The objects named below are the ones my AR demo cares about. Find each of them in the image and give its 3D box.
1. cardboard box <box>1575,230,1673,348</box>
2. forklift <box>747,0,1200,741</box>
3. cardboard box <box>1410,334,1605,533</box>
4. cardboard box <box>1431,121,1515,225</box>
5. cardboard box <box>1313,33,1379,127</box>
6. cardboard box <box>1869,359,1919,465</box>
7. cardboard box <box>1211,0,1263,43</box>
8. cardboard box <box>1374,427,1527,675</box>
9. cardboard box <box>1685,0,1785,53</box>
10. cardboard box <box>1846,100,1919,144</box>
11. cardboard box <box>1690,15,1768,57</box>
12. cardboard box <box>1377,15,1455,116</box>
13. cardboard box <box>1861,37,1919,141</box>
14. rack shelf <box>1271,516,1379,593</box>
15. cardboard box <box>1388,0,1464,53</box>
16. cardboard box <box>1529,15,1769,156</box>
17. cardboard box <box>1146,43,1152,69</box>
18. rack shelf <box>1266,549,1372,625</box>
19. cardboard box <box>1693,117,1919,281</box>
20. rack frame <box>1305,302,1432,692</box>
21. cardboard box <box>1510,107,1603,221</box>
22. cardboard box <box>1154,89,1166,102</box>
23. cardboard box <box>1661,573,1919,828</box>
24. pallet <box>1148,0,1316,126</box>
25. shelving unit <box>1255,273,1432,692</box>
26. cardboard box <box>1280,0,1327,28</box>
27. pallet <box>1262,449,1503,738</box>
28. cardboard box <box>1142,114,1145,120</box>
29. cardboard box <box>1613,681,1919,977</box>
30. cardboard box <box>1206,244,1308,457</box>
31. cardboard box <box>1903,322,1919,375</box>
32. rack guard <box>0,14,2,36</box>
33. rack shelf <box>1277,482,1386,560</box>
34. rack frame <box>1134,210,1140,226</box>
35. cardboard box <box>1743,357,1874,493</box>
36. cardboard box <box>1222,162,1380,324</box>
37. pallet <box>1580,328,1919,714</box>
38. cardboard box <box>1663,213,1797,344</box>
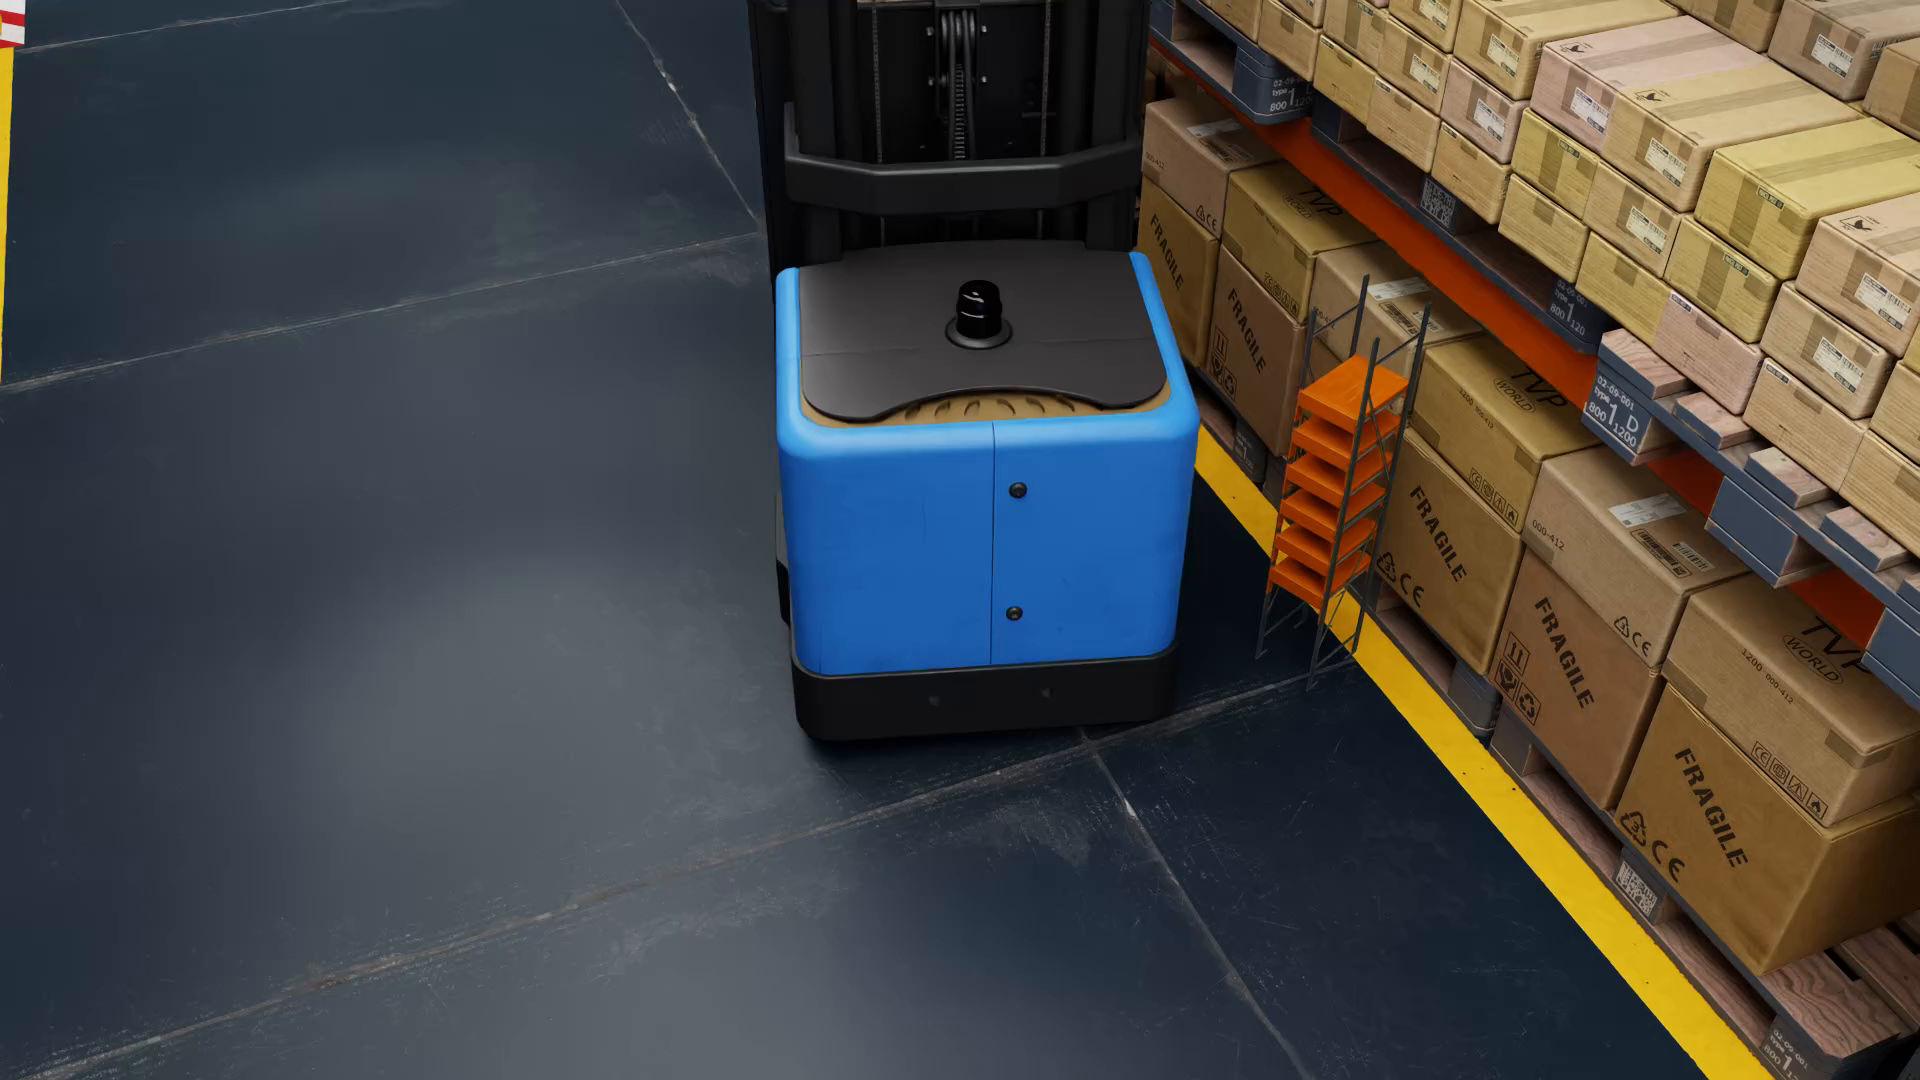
[{"bbox_3d":[1.533,-0.565,3.477,0.380,0.149,0.250,-16,43,-17],"label":"cardboard box"},{"bbox_3d":[-0.051,-1.519,4.769,1.130,2.935,3.031,-3,41,-4],"label":"forklift"},{"bbox_3d":[1.543,-0.317,4.337,0.500,0.250,0.500,-14,43,-16],"label":"cardboard box"},{"bbox_3d":[1.331,-0.883,3.847,0.380,0.149,0.250,-14,43,-16],"label":"cardboard box"},{"bbox_3d":[1.130,-1.199,4.214,0.380,0.149,0.250,-16,43,-18],"label":"cardboard box"},{"bbox_3d":[1.820,-0.223,2.852,0.380,0.149,0.250,-14,43,-16],"label":"cardboard box"},{"bbox_3d":[0.924,-1.515,4.582,0.380,0.149,0.250,-15,43,-16],"label":"cardboard box"},{"bbox_3d":[1.524,-0.033,4.583,0.500,0.500,0.500,-17,44,-19],"label":"cardboard box"},{"bbox_3d":[1.928,-1.270,3.841,0.380,0.149,0.250,-14,43,-16],"label":"cardboard box"},{"bbox_3d":[2.123,-0.855,3.586,0.380,0.149,0.250,-15,43,-17],"label":"cardboard box"},{"bbox_3d":[1.937,-1.156,3.936,0.380,0.149,0.250,-15,43,-17],"label":"cardboard box"},{"bbox_3d":[1.226,-1.155,3.935,0.380,0.149,0.250,-16,43,-18],"label":"cardboard box"},{"bbox_3d":[2.136,-0.949,3.467,0.380,0.149,0.250,-17,43,-19],"label":"cardboard box"},{"bbox_3d":[1.010,0.006,4.574,0.258,0.103,0.180,-33,50,-32],"label":"rack shelf"},{"bbox_3d":[1.227,-1.269,3.840,0.380,0.149,0.250,-14,43,-16],"label":"cardboard box"},{"bbox_3d":[1.432,-0.949,3.468,0.380,0.149,0.250,-15,43,-17],"label":"cardboard box"},{"bbox_3d":[0.909,-2.016,6.702,0.380,0.149,0.250,-13,42,-15],"label":"cardboard box"},{"bbox_3d":[1.010,0.097,4.653,0.258,0.103,0.180,-33,50,-32],"label":"rack shelf"},{"bbox_3d":[1.625,-0.643,3.111,0.380,0.149,0.250,-14,43,-16],"label":"cardboard box"},{"bbox_3d":[1.074,-0.076,4.418,0.240,1.200,0.006,-33,50,-32],"label":"rack frame"},{"bbox_3d":[1.425,-0.843,3.572,0.380,0.149,0.250,-15,43,-17],"label":"cardboard box"},{"bbox_3d":[0.877,-1.891,6.785,0.380,0.149,0.250,-15,43,-17],"label":"cardboard box"},{"bbox_3d":[1.926,0.295,3.626,0.500,0.250,0.500,-16,43,-18],"label":"cardboard box"},{"bbox_3d":[1.058,-1.703,5.077,1.003,0.211,1.213,-15,43,-17],"label":"pallet"},{"bbox_3d":[1.010,-0.118,4.467,0.258,1.200,0.189,-33,50,-32],"label":"shelving unit"},{"bbox_3d":[1.031,-1.467,4.298,0.380,0.149,0.250,-13,42,-15],"label":"cardboard box"},{"bbox_3d":[1.669,-0.010,5.100,1.003,0.211,1.213,-15,43,-17],"label":"pallet"},{"bbox_3d":[0.955,-1.810,6.919,0.380,0.149,0.250,-14,43,-16],"label":"cardboard box"},{"bbox_3d":[1.937,0.595,3.853,0.500,0.500,0.500,-15,43,-17],"label":"cardboard box"},{"bbox_3d":[1.141,-0.654,5.305,0.500,0.500,0.500,-13,42,-15],"label":"cardboard box"},{"bbox_3d":[1.819,-0.333,2.751,0.380,0.149,0.250,-17,43,-19],"label":"cardboard box"},{"bbox_3d":[-5.261,-2.572,7.857,1.175,0.500,0.348,-15,43,-17],"label":"rack guard"},{"bbox_3d":[1.010,-0.085,4.496,0.258,0.103,0.180,-33,50,-32],"label":"rack shelf"},{"bbox_3d":[0.900,-2.272,5.592,1.000,3.000,0.127,-15,43,-17],"label":"rack frame"},{"bbox_3d":[1.723,-0.259,3.121,0.380,0.149,0.250,-15,43,-17],"label":"cardboard box"},{"bbox_3d":[1.144,-0.937,5.059,0.500,0.250,0.500,-14,43,-16],"label":"cardboard box"},{"bbox_3d":[2.059,-0.193,3.320,1.213,0.211,1.003,-15,43,-17],"label":"pallet"},{"bbox_3d":[1.614,-0.542,3.222,0.380,0.149,0.250,-14,43,-16],"label":"cardboard box"}]
